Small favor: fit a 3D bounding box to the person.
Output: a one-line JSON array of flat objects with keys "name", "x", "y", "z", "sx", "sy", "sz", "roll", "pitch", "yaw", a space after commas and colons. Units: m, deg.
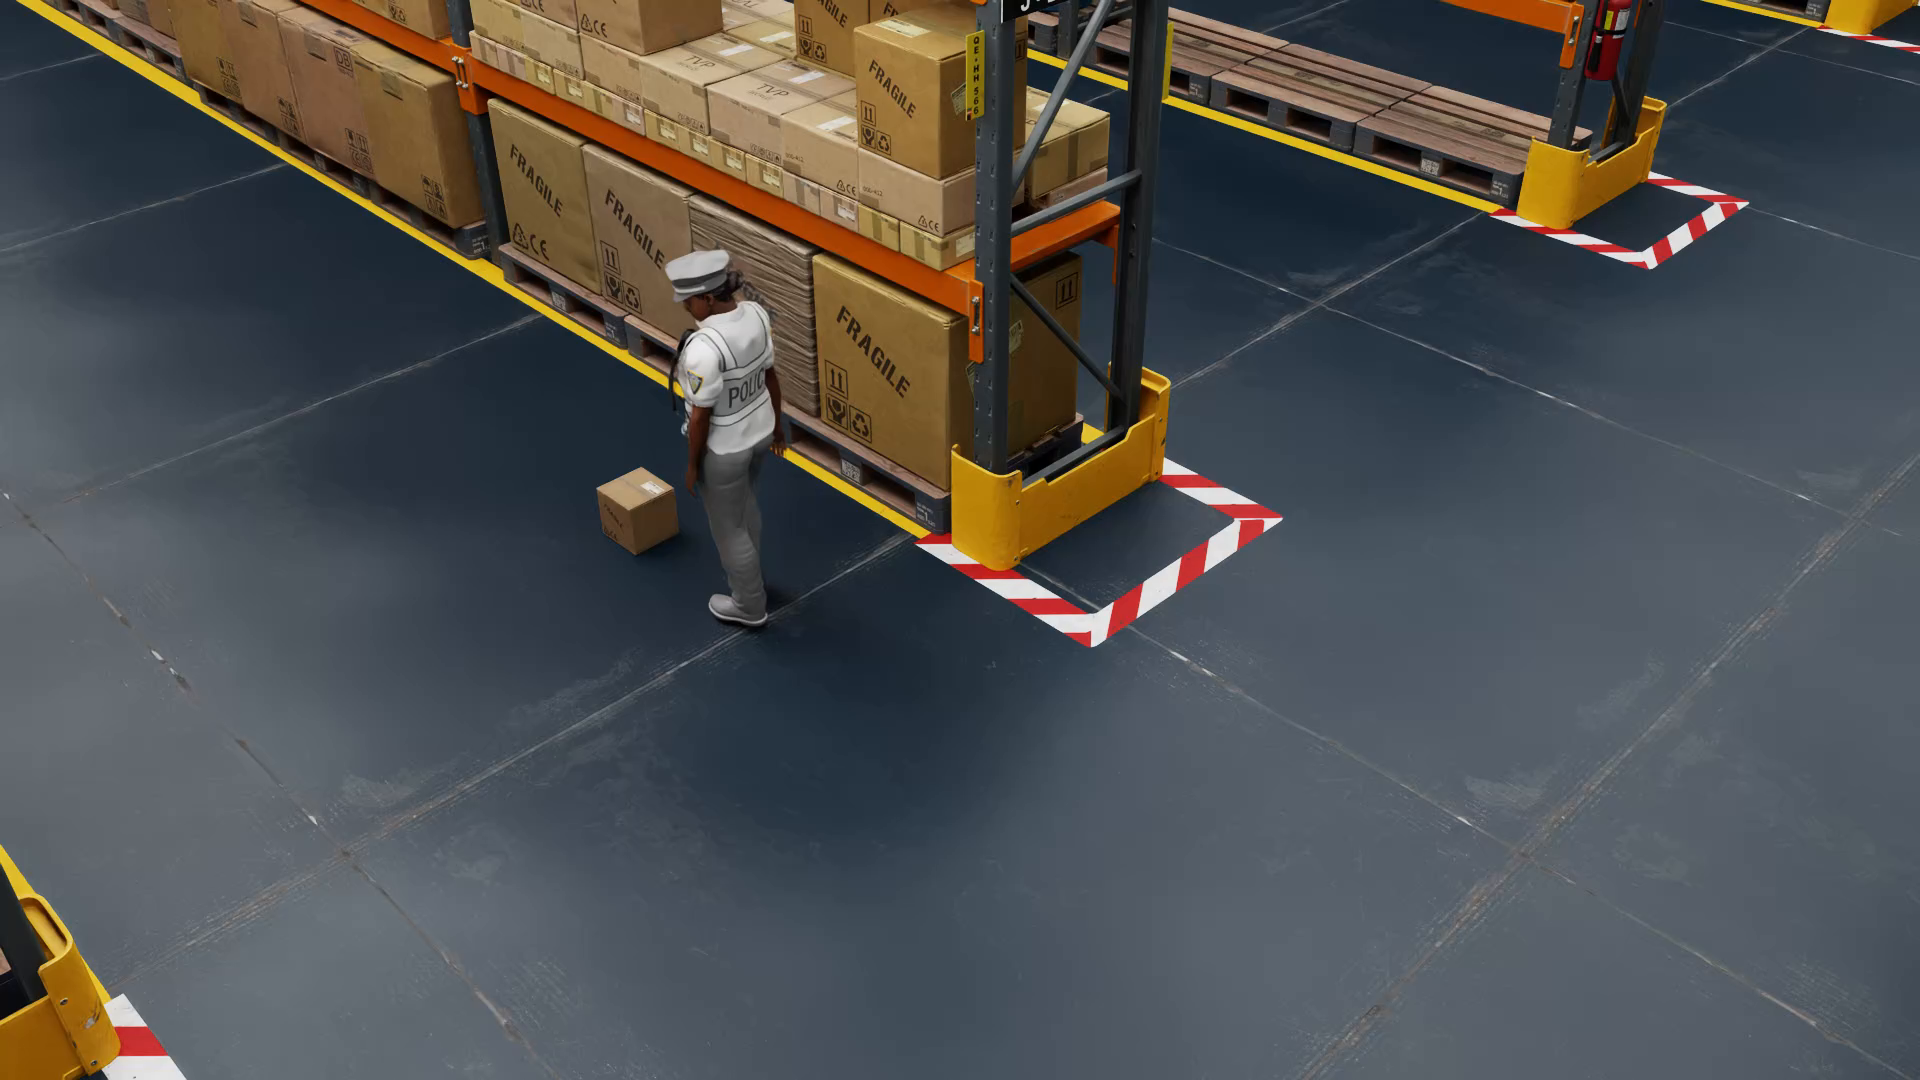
[{"name": "person", "x": -0.959, "y": -0.361, "z": 6.690, "sx": 0.417, "sy": 1.737, "sz": 0.483, "roll": 19, "pitch": 40, "yaw": 24}]
